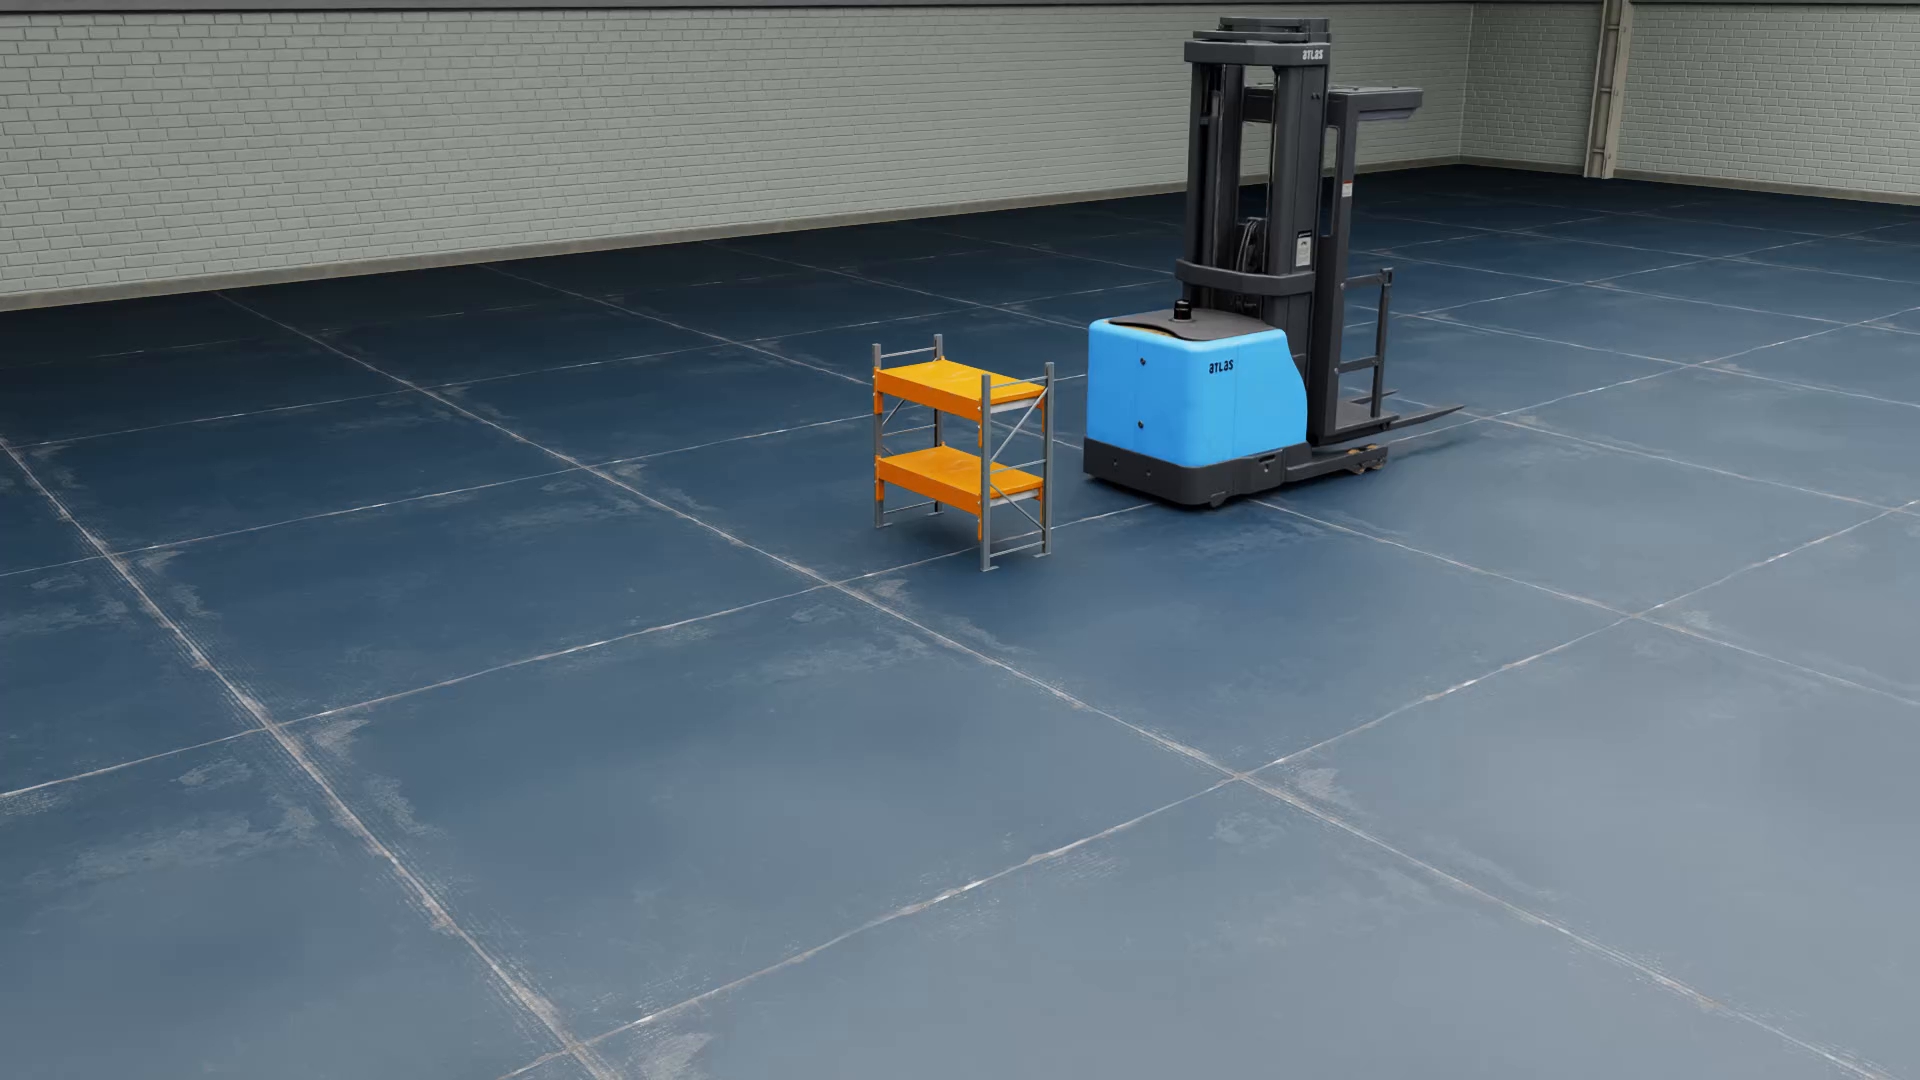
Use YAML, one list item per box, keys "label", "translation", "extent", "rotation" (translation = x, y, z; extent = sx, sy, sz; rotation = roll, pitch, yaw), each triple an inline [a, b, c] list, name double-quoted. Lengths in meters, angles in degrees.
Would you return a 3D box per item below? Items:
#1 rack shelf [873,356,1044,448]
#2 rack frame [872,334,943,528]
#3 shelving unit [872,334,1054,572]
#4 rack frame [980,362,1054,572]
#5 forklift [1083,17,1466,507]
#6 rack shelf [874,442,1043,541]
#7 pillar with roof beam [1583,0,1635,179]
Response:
- label: "rack shelf"
  translation: [0.004, -0.810, 9.589]
  extent: [0.538, 0.278, 1.000]
  rotation: [-14, 23, -36]
- label: "rack frame"
  translation: [-0.311, -0.658, 10.059]
  extent: [0.500, 1.125, 0.032]
  rotation: [-14, 23, -36]
- label: "shelving unit"
  translation: [0.004, -0.532, 9.681]
  extent: [0.538, 1.125, 1.048]
  rotation: [-14, 23, -36]
- label: "rack frame"
  translation: [0.320, -0.407, 9.302]
  extent: [0.500, 1.125, 0.032]
  rotation: [-14, 23, -36]
- label: "forklift"
  translation: [2.289, -1.950, 11.088]
  extent: [3.031, 2.935, 1.130]
  rotation: [-14, 23, -36]
- label: "rack shelf"
  translation: [0.004, -0.300, 9.758]
  extent: [0.538, 0.278, 1.000]
  rotation: [-14, 23, -36]
- label: "pillar with roof beam"
  translation: [7.721, -9.735, 24.946]
  extent: [9.100, 9.000, 0.400]
  rotation: [-14, 23, -36]
